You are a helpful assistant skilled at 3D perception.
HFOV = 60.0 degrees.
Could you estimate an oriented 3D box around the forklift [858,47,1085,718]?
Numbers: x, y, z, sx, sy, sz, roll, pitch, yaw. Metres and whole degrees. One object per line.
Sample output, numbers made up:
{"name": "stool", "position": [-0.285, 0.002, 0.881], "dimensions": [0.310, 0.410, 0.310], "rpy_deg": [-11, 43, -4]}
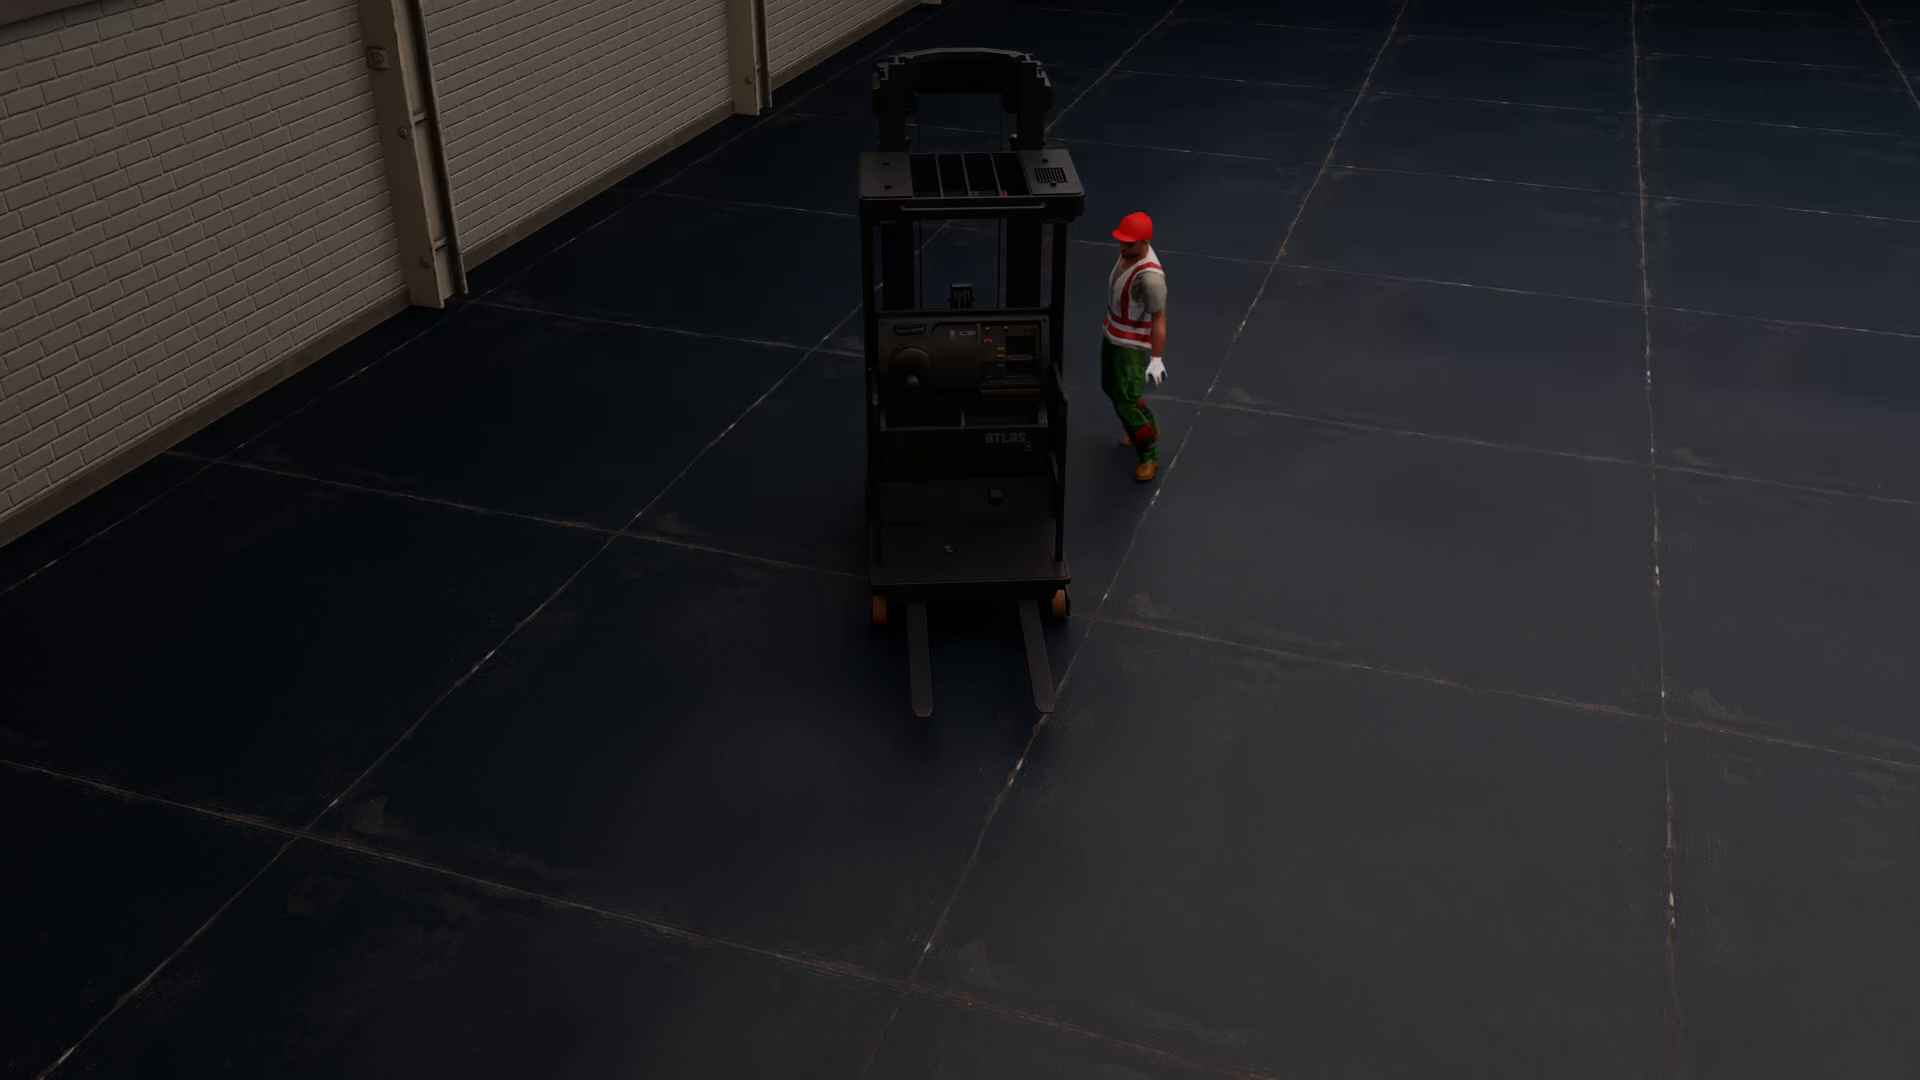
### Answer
{"name": "forklift", "position": [0.035, -0.972, 8.842], "dimensions": [1.130, 2.935, 3.031], "rpy_deg": [-2, 30, -3]}

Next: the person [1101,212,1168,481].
{"name": "person", "position": [1.142, -1.319, 10.716], "dimensions": [0.503, 1.734, 0.894], "rpy_deg": [-6, 30, -11]}
